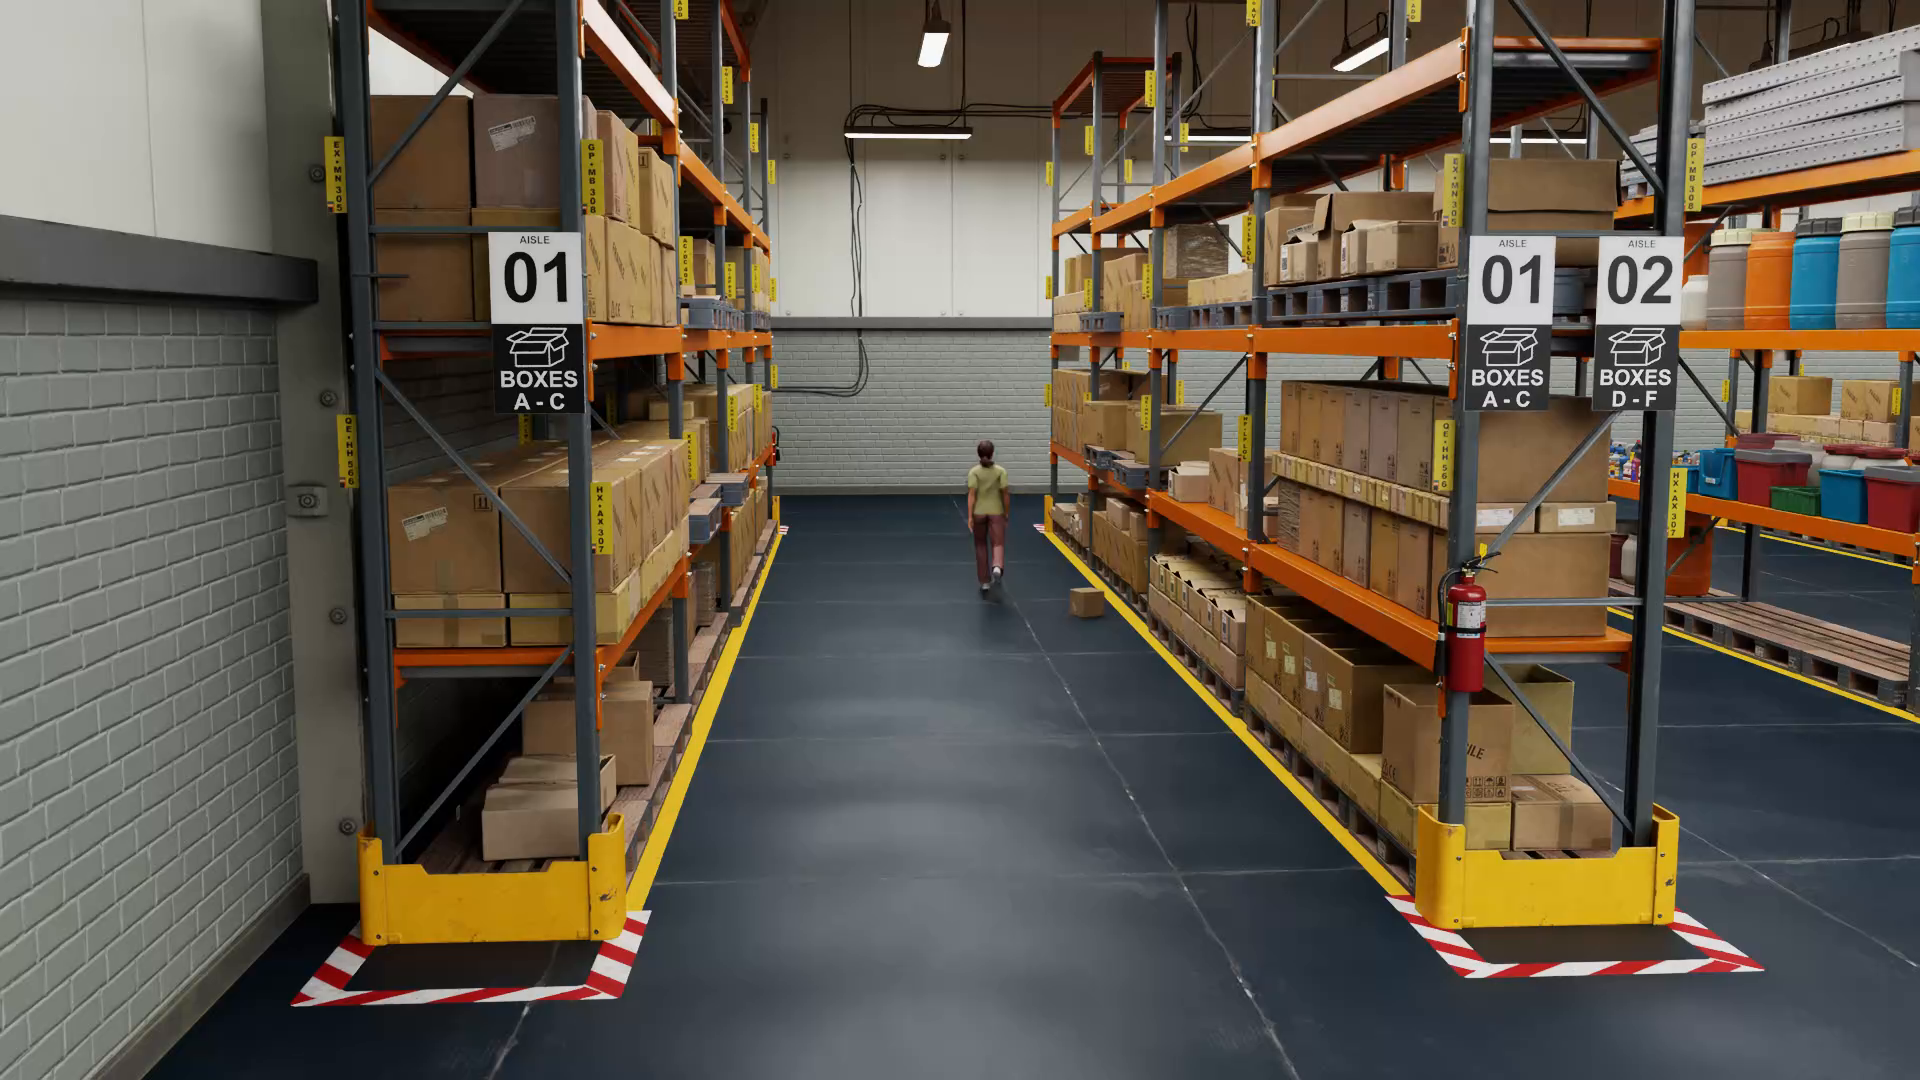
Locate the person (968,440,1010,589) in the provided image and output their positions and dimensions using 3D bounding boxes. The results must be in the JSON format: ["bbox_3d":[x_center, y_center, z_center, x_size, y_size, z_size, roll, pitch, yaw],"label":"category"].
[{"bbox_3d":[0.308,-0.254,17.843,0.453,1.627,0.865,0,7,1],"label":"person"}]
